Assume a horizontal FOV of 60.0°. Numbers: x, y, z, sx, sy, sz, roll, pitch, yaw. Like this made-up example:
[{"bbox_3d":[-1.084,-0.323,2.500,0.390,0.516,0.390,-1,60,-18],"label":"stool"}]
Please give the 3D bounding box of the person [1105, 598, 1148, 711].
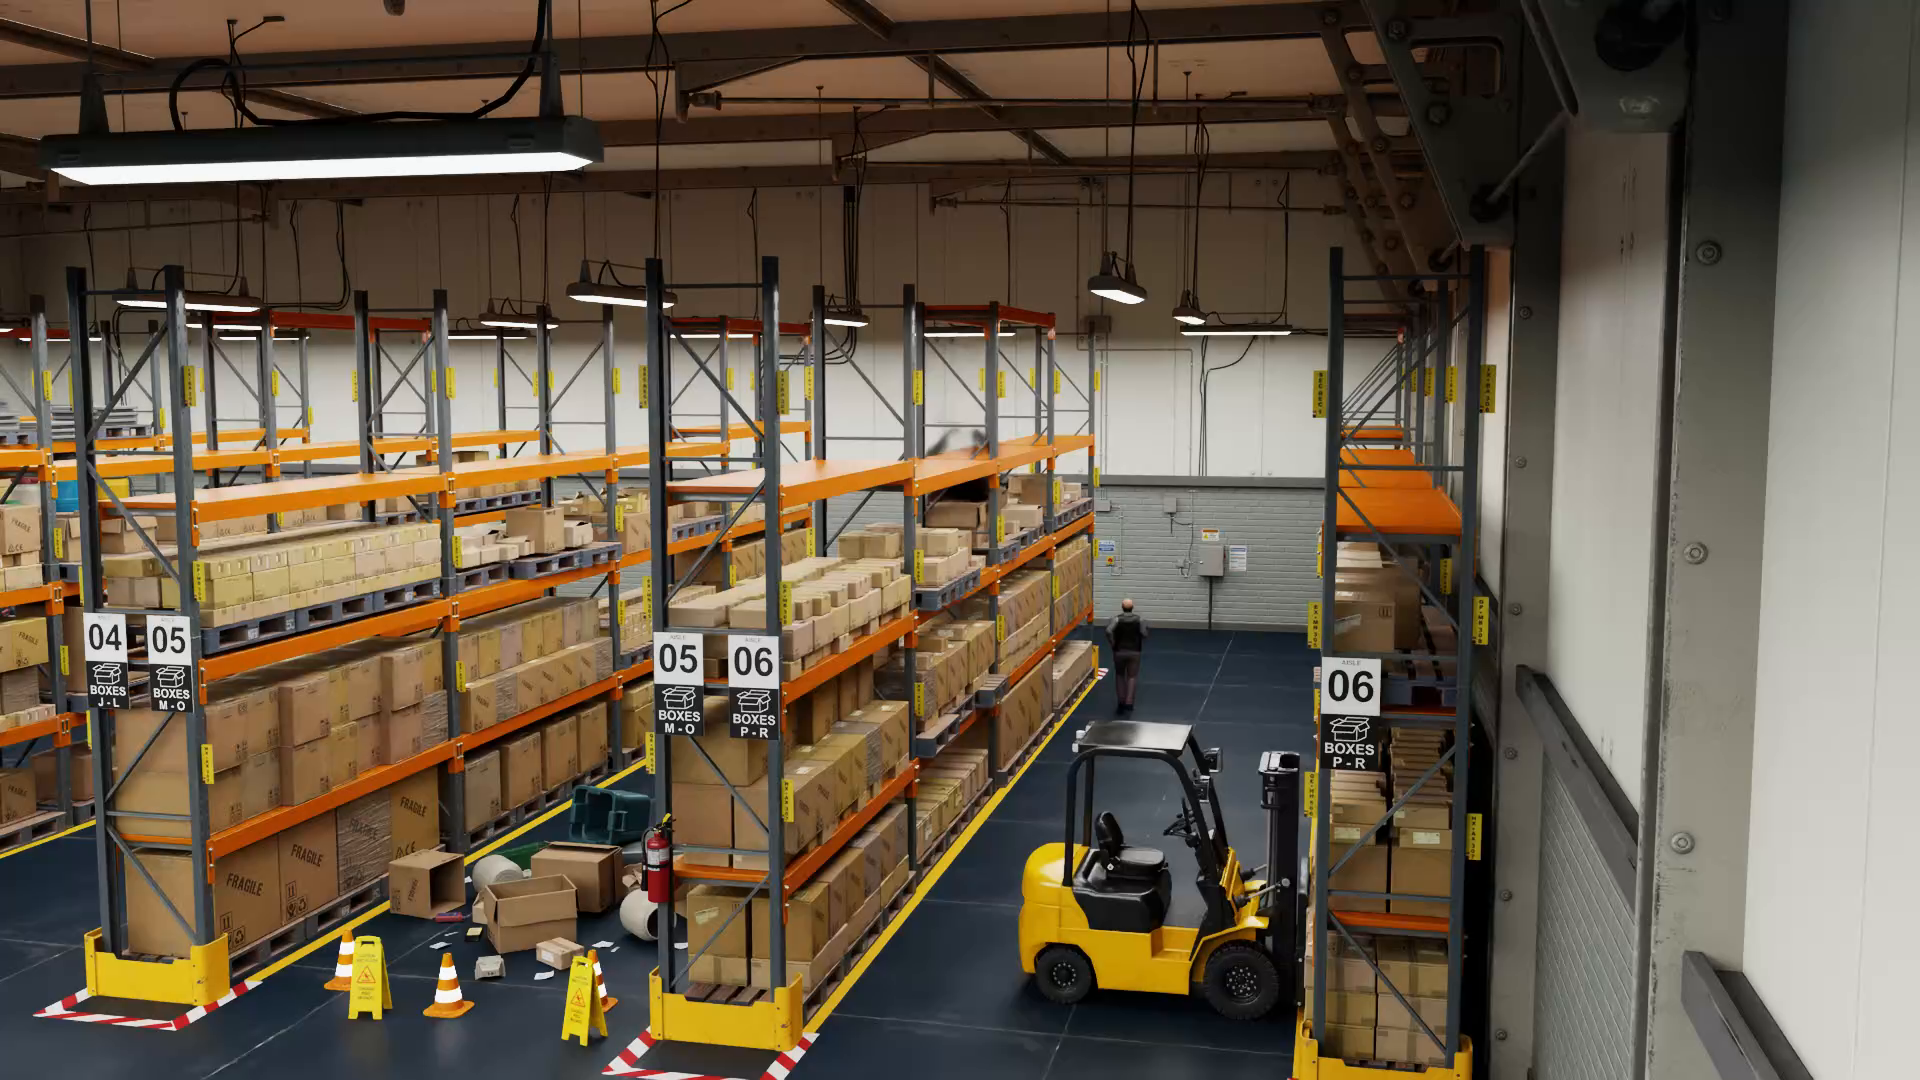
[{"bbox_3d":[2.523,1.760,25.156,0.641,1.770,0.740,1,6,8],"label":"person"}]
